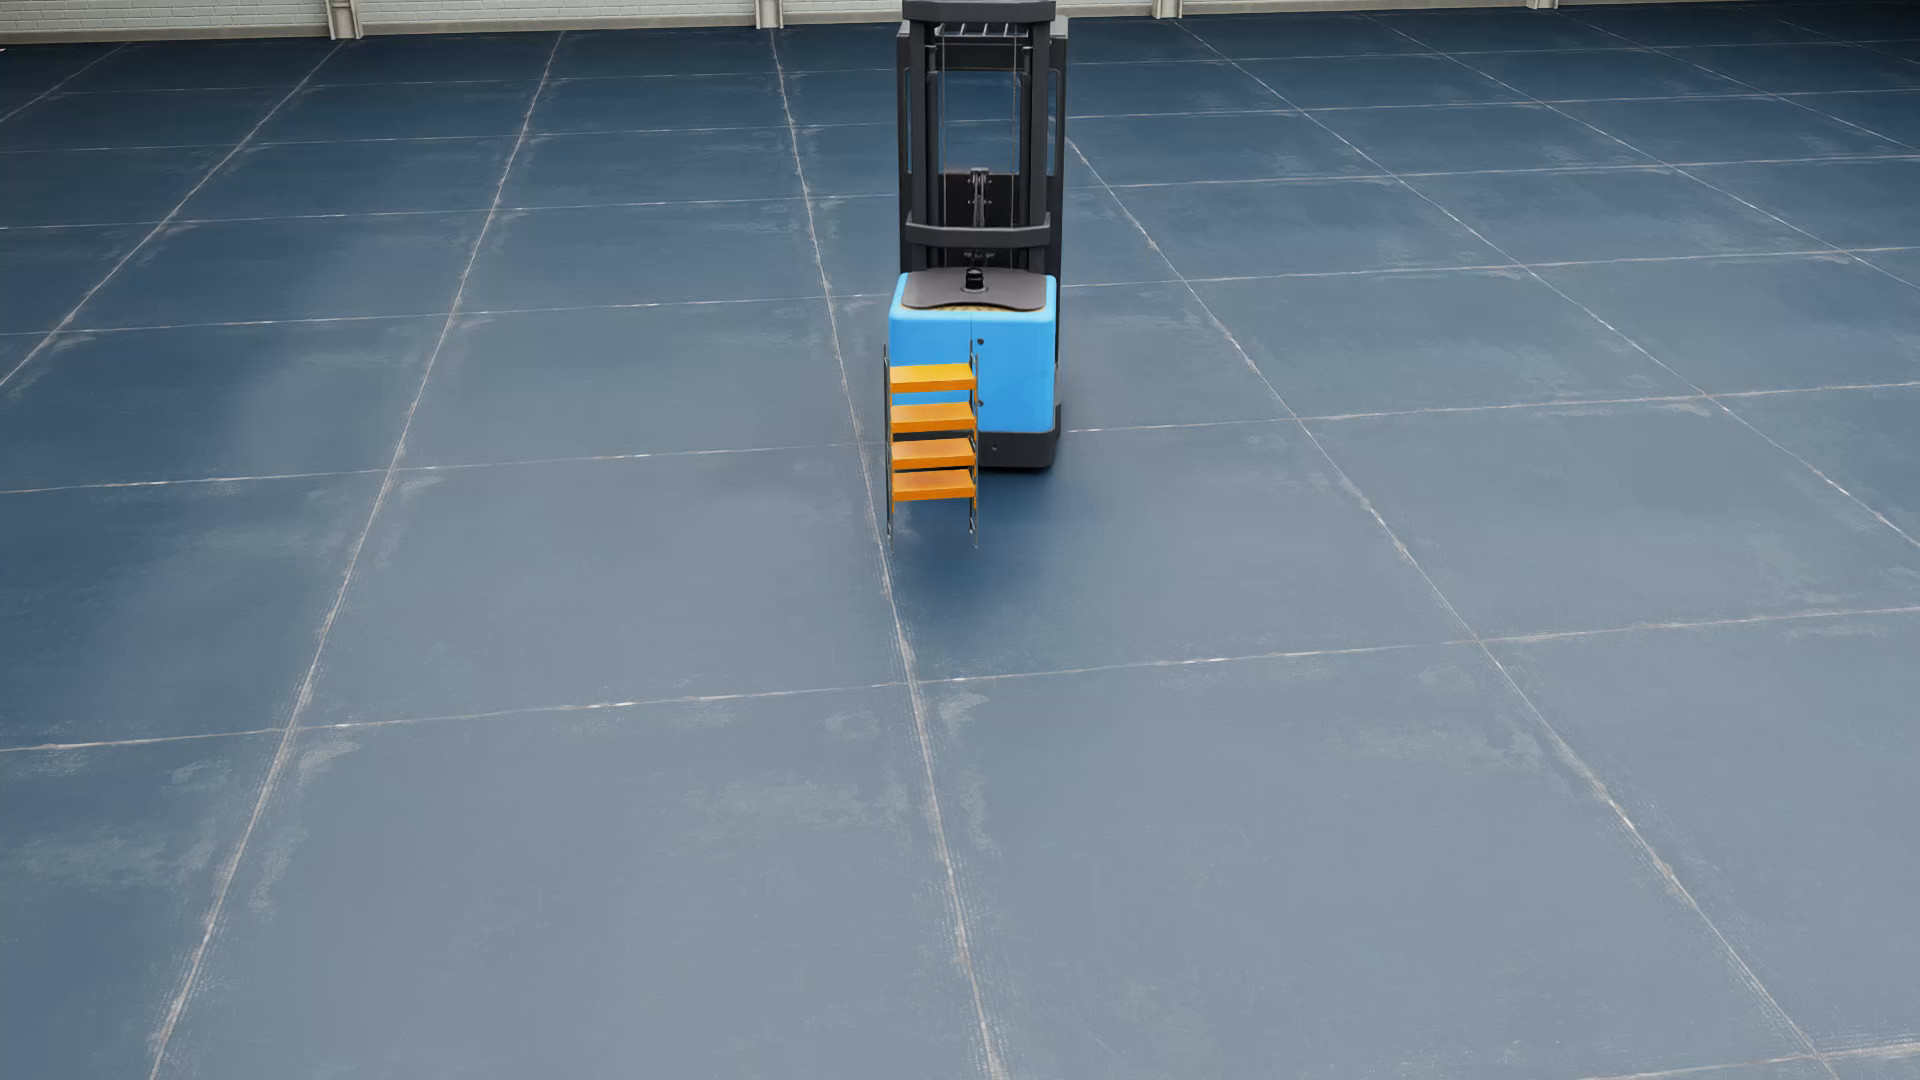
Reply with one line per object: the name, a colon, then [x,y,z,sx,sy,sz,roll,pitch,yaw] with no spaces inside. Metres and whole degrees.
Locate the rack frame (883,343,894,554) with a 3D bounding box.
rack frame: [-0.406,-0.508,9.425,0.015,1.200,0.240,-4,27,-7]

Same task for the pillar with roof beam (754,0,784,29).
pillar with roof beam: [-2.204,-9.619,18.640,0.400,9.000,9.100,-4,27,-7]

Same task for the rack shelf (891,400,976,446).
rack shelf: [-0.164,-0.662,9.384,0.480,0.148,0.258,-4,27,-7]

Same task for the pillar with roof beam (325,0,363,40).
pillar with roof beam: [-8.145,-9.238,17.896,0.400,9.000,9.100,-4,27,-7]

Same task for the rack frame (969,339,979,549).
rack frame: [0.078,-0.539,9.486,0.015,1.200,0.240,-4,27,-7]

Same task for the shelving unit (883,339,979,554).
shelving unit: [-0.164,-0.523,9.456,0.503,1.200,0.258,-4,27,-7]

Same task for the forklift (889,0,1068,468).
forklift: [0.153,-2.396,11.209,1.130,2.935,3.031,1,27,3]

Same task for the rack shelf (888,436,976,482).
rack shelf: [-0.164,-0.463,9.486,0.480,0.148,0.258,-4,27,-7]

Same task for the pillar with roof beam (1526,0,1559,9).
pillar with roof beam: [9.679,-10.383,20.128,0.400,9.000,9.100,-4,27,-7]

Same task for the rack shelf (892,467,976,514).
rack shelf: [-0.164,-0.287,9.577,0.480,0.148,0.258,-4,27,-7]

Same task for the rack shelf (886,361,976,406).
rack shelf: [-0.164,-0.873,9.276,0.480,0.148,0.258,-4,27,-7]

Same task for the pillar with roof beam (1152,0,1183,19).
pillar with roof beam: [3.738,-10.001,19.384,0.400,9.000,9.100,-4,27,-7]
